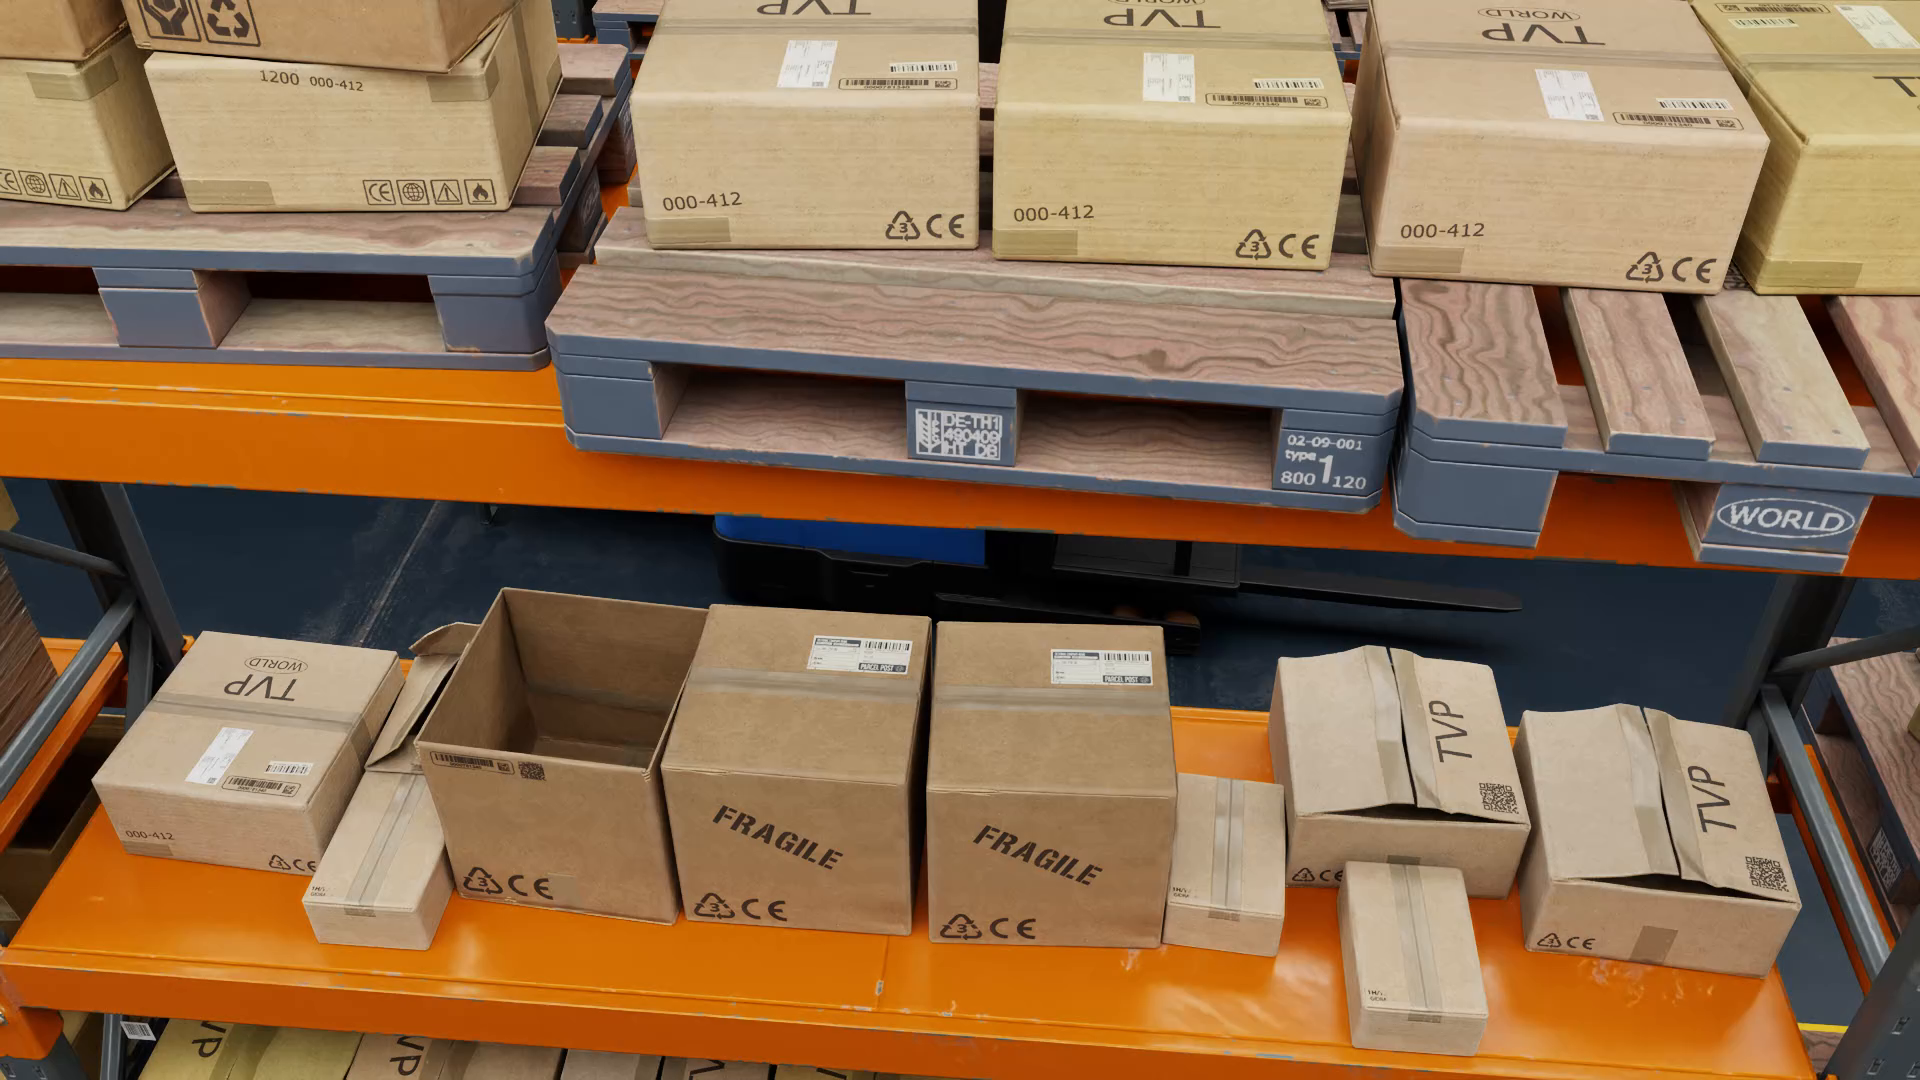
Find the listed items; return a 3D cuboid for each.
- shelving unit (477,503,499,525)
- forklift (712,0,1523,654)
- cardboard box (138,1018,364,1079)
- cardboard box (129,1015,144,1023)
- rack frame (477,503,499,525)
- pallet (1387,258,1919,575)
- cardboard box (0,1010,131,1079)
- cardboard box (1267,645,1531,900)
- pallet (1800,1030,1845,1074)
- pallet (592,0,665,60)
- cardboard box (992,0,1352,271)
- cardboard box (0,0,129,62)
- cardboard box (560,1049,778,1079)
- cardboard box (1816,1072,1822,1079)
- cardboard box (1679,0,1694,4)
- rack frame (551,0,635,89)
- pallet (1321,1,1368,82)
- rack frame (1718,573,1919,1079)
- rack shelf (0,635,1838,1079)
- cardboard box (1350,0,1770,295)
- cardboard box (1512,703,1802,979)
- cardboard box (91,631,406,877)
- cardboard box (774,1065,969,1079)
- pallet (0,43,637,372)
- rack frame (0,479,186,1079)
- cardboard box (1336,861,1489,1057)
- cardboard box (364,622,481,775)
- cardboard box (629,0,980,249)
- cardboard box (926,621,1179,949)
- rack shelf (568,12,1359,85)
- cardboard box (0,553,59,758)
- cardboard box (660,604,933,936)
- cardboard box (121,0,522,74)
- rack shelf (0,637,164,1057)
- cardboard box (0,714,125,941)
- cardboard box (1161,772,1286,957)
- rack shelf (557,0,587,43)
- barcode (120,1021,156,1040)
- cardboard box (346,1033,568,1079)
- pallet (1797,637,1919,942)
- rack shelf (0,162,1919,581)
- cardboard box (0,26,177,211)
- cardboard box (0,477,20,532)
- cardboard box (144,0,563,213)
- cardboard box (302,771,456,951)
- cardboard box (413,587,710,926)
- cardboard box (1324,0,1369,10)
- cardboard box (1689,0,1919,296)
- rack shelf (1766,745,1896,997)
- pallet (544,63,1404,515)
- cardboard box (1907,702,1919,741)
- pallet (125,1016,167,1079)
[{"bbox_3d":[-1.408,-0.749,6.482,1.048,1.500,0.538,6,40,7],"label":"shelving unit"},{"bbox_3d":[0.621,-1.073,5.746,3.031,2.935,1.130,6,40,7],"label":"forklift"},{"bbox_3d":[-1.731,1.299,4.179,0.500,0.311,0.500,3,39,4],"label":"cardboard box"},{"bbox_3d":[-2.557,1.122,4.841,0.500,0.250,0.500,3,39,4],"label":"cardboard box"},{"bbox_3d":[-1.910,-0.801,6.546,0.032,1.500,0.500,6,40,7],"label":"rack frame"},{"bbox_3d":[1.180,-0.419,2.662,1.003,0.211,1.213,5,39,6],"label":"pallet"},{"bbox_3d":[-2.602,1.450,4.438,0.500,0.250,0.500,3,39,4],"label":"cardboard box"},{"bbox_3d":[0.989,0.516,3.811,0.500,0.311,0.500,3,39,3],"label":"cardboard box"},{"bbox_3d":[2.604,1.798,4.374,1.213,0.211,1.003,3,39,4],"label":"pallet"},{"bbox_3d":[-0.949,-2.474,7.565,1.213,0.211,1.003,3,39,4],"label":"pallet"},{"bbox_3d":[0.314,-0.661,2.596,0.500,0.250,0.500,2,39,3],"label":"cardboard box"},{"bbox_3d":[-1.510,-1.066,2.500,0.500,0.500,0.500,4,39,4],"label":"cardboard box"},{"bbox_3d":[-0.717,1.357,4.108,0.500,0.311,0.500,2,39,2],"label":"cardboard box"},{"bbox_3d":[2.293,1.655,3.972,0.500,0.500,0.500,5,39,6],"label":"cardboard box"},{"bbox_3d":[3.270,-2.404,6.996,0.500,0.500,0.500,4,39,5],"label":"cardboard box"},{"bbox_3d":[-1.698,-2.682,7.668,0.127,3.000,1.000,3,39,4],"label":"rack frame"},{"bbox_3d":[1.568,-2.361,7.427,1.003,0.211,1.213,3,39,4],"label":"pallet"},{"bbox_3d":[1.864,0.652,3.573,0.127,3.000,1.000,3,39,4],"label":"rack frame"},{"bbox_3d":[-0.129,0.822,3.934,4.000,0.370,1.077,3,39,4],"label":"rack shelf"},{"bbox_3d":[0.883,-0.623,2.549,0.500,0.250,0.500,4,39,5],"label":"cardboard box"},{"bbox_3d":[1.505,0.639,3.659,0.500,0.311,0.500,5,39,7],"label":"cardboard box"},{"bbox_3d":[-1.627,0.492,3.889,0.500,0.250,0.500,5,39,7],"label":"cardboard box"},{"bbox_3d":[-0.199,1.382,4.077,0.500,0.311,0.500,4,39,5],"label":"cardboard box"},{"bbox_3d":[-1.241,-0.615,2.905,1.217,0.209,0.805,2,39,2],"label":"pallet"},{"bbox_3d":[-2.121,0.434,3.841,0.127,3.000,1.000,3,39,4],"label":"rack frame"},{"bbox_3d":[0.944,0.874,3.499,0.250,0.149,0.380,3,39,4],"label":"cardboard box"},{"bbox_3d":[-1.230,0.419,3.966,0.258,0.266,0.396,2,39,3],"label":"cardboard box"},{"bbox_3d":[-0.222,-0.691,2.633,0.500,0.250,0.500,0,39,0],"label":"cardboard box"},{"bbox_3d":[0.191,0.532,3.641,0.500,0.500,0.500,1,39,1],"label":"cardboard box"},{"bbox_3d":[0.295,-2.294,7.762,4.000,0.370,1.077,3,39,4],"label":"rack shelf"},{"bbox_3d":[-2.564,0.375,3.834,0.500,0.500,0.700,2,39,3],"label":"cardboard box"},{"bbox_3d":[-0.334,0.503,3.676,0.500,0.500,0.500,3,39,4],"label":"cardboard box"},{"bbox_3d":[-0.941,-1.050,2.480,0.500,0.500,0.500,7,40,8],"label":"cardboard box"},{"bbox_3d":[-4.114,0.604,4.201,4.000,0.370,1.077,3,39,4],"label":"rack shelf"},{"bbox_3d":[-2.556,0.825,4.612,0.500,0.500,0.500,3,39,4],"label":"cardboard box"},{"bbox_3d":[0.588,0.715,3.694,0.250,0.149,0.380,6,40,7],"label":"cardboard box"},{"bbox_3d":[-3.690,-2.512,8.029,4.000,0.370,1.077,3,39,4],"label":"rack shelf"},{"bbox_3d":[-1.903,1.136,3.849,0.075,0.075,0.001,3,39,4],"label":"barcode"},{"bbox_3d":[-1.233,1.330,4.141,0.500,0.311,0.500,3,39,3],"label":"cardboard box"},{"bbox_3d":[2.545,0.719,3.642,1.003,0.211,1.213,3,39,4],"label":"pallet"},{"bbox_3d":[-0.129,-0.341,2.987,4.000,0.370,1.077,3,39,4],"label":"rack shelf"},{"bbox_3d":[-1.508,-0.794,2.760,0.500,0.250,0.500,7,40,8],"label":"cardboard box"},{"bbox_3d":[-2.372,0.007,3.772,0.250,0.149,0.380,3,39,4],"label":"cardboard box"},{"bbox_3d":[-0.961,-0.766,2.725,0.500,0.250,0.500,0,39,-1],"label":"cardboard box"},{"bbox_3d":[-1.256,0.708,3.703,0.250,0.149,0.380,3,39,4],"label":"cardboard box"},{"bbox_3d":[-0.833,0.476,3.710,0.500,0.500,0.500,6,40,7],"label":"cardboard box"},{"bbox_3d":[1.818,-2.692,7.254,0.500,0.500,0.700,-1,39,-1],"label":"cardboard box"},{"bbox_3d":[1.407,-0.605,2.528,0.500,0.250,0.500,0,39,1],"label":"cardboard box"},{"bbox_3d":[3.856,1.040,3.666,4.000,0.370,1.077,3,39,4],"label":"rack shelf"},{"bbox_3d":[0.066,-0.478,2.734,1.213,0.211,1.003,5,39,6],"label":"pallet"},{"bbox_3d":[2.501,0.414,3.454,0.500,0.500,0.700,-9,40,-11],"label":"cardboard box"},{"bbox_3d":[-2.910,1.446,4.806,1.213,0.211,1.003,3,39,4],"label":"pallet"}]
